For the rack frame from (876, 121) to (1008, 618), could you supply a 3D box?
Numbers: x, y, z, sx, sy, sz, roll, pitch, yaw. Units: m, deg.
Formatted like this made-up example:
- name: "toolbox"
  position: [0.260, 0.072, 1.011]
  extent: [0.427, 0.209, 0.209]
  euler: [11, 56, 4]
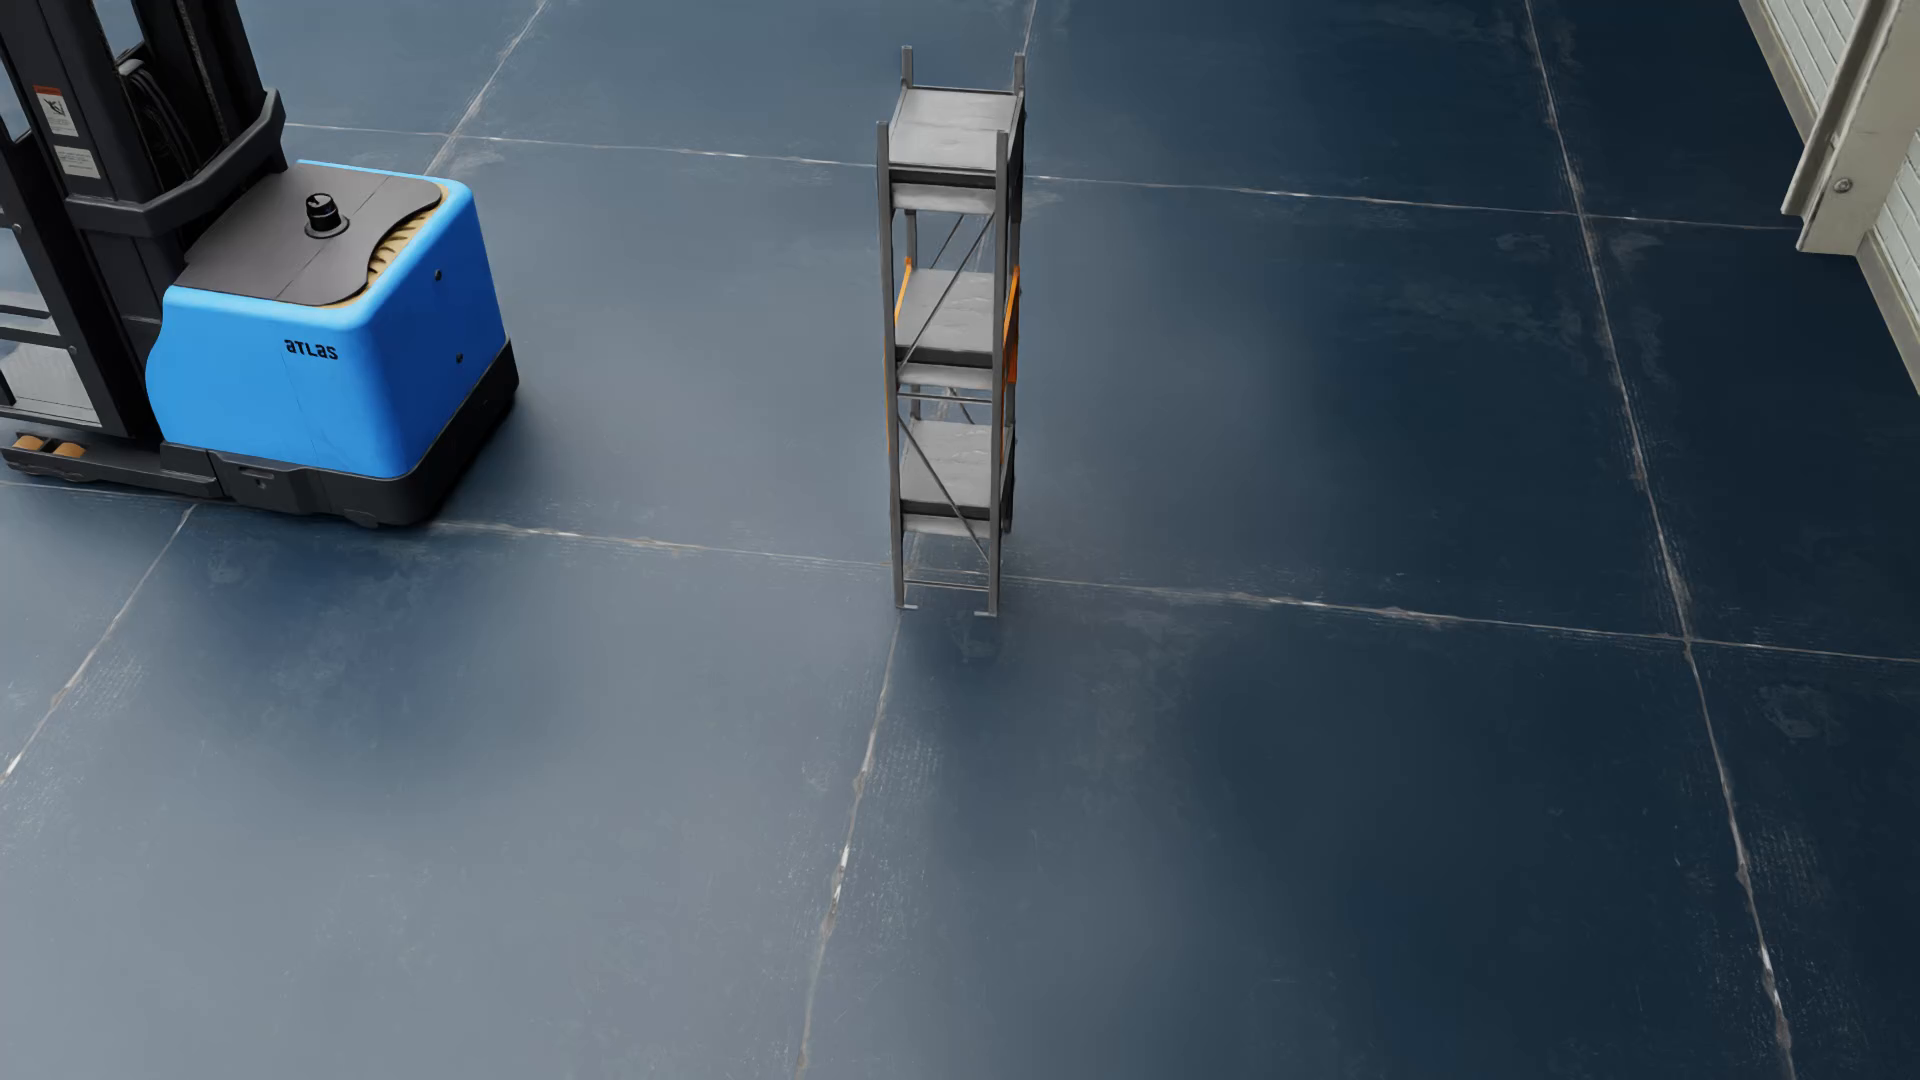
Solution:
- name: "rack frame"
  position: [-0.054, -0.483, 5.733]
  extent: [0.400, 2.100, 0.015]
  euler: [5, 44, 6]

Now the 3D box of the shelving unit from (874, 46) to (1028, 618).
- name: "shelving unit"
  position: [-0.022, -0.650, 5.909]
  extent: [0.431, 2.100, 0.503]
  euler: [5, 44, 6]

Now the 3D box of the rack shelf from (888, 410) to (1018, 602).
- name: "rack shelf"
  position: [-0.022, -0.131, 6.400]
  extent: [0.431, 0.518, 0.480]
  euler: [5, 44, 6]

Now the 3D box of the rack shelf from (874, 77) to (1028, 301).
- name: "rack shelf"
  position: [-0.022, -1.148, 5.437]
  extent: [0.431, 0.518, 0.480]
  euler: [5, 44, 6]

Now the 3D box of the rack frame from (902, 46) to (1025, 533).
- name: "rack frame"
  position: [0.010, -0.816, 6.085]
  extent: [0.400, 2.100, 0.015]
  euler: [5, 44, 6]

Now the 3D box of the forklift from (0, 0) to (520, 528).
- name: "forklift"
  position: [-3.529, -1.652, 6.363]
  extent: [3.031, 2.935, 1.130]
  euler: [9, 44, 10]

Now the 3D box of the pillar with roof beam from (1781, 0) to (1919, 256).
- name: "pillar with roof beam"
  position: [0.078, -5.215, 5.713]
  extent: [9.100, 9.000, 0.400]
  euler: [5, 44, 6]

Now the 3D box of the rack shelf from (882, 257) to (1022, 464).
- name: "rack shelf"
  position: [-0.022, -0.640, 5.918]
  extent: [0.431, 0.518, 0.480]
  euler: [5, 44, 6]
